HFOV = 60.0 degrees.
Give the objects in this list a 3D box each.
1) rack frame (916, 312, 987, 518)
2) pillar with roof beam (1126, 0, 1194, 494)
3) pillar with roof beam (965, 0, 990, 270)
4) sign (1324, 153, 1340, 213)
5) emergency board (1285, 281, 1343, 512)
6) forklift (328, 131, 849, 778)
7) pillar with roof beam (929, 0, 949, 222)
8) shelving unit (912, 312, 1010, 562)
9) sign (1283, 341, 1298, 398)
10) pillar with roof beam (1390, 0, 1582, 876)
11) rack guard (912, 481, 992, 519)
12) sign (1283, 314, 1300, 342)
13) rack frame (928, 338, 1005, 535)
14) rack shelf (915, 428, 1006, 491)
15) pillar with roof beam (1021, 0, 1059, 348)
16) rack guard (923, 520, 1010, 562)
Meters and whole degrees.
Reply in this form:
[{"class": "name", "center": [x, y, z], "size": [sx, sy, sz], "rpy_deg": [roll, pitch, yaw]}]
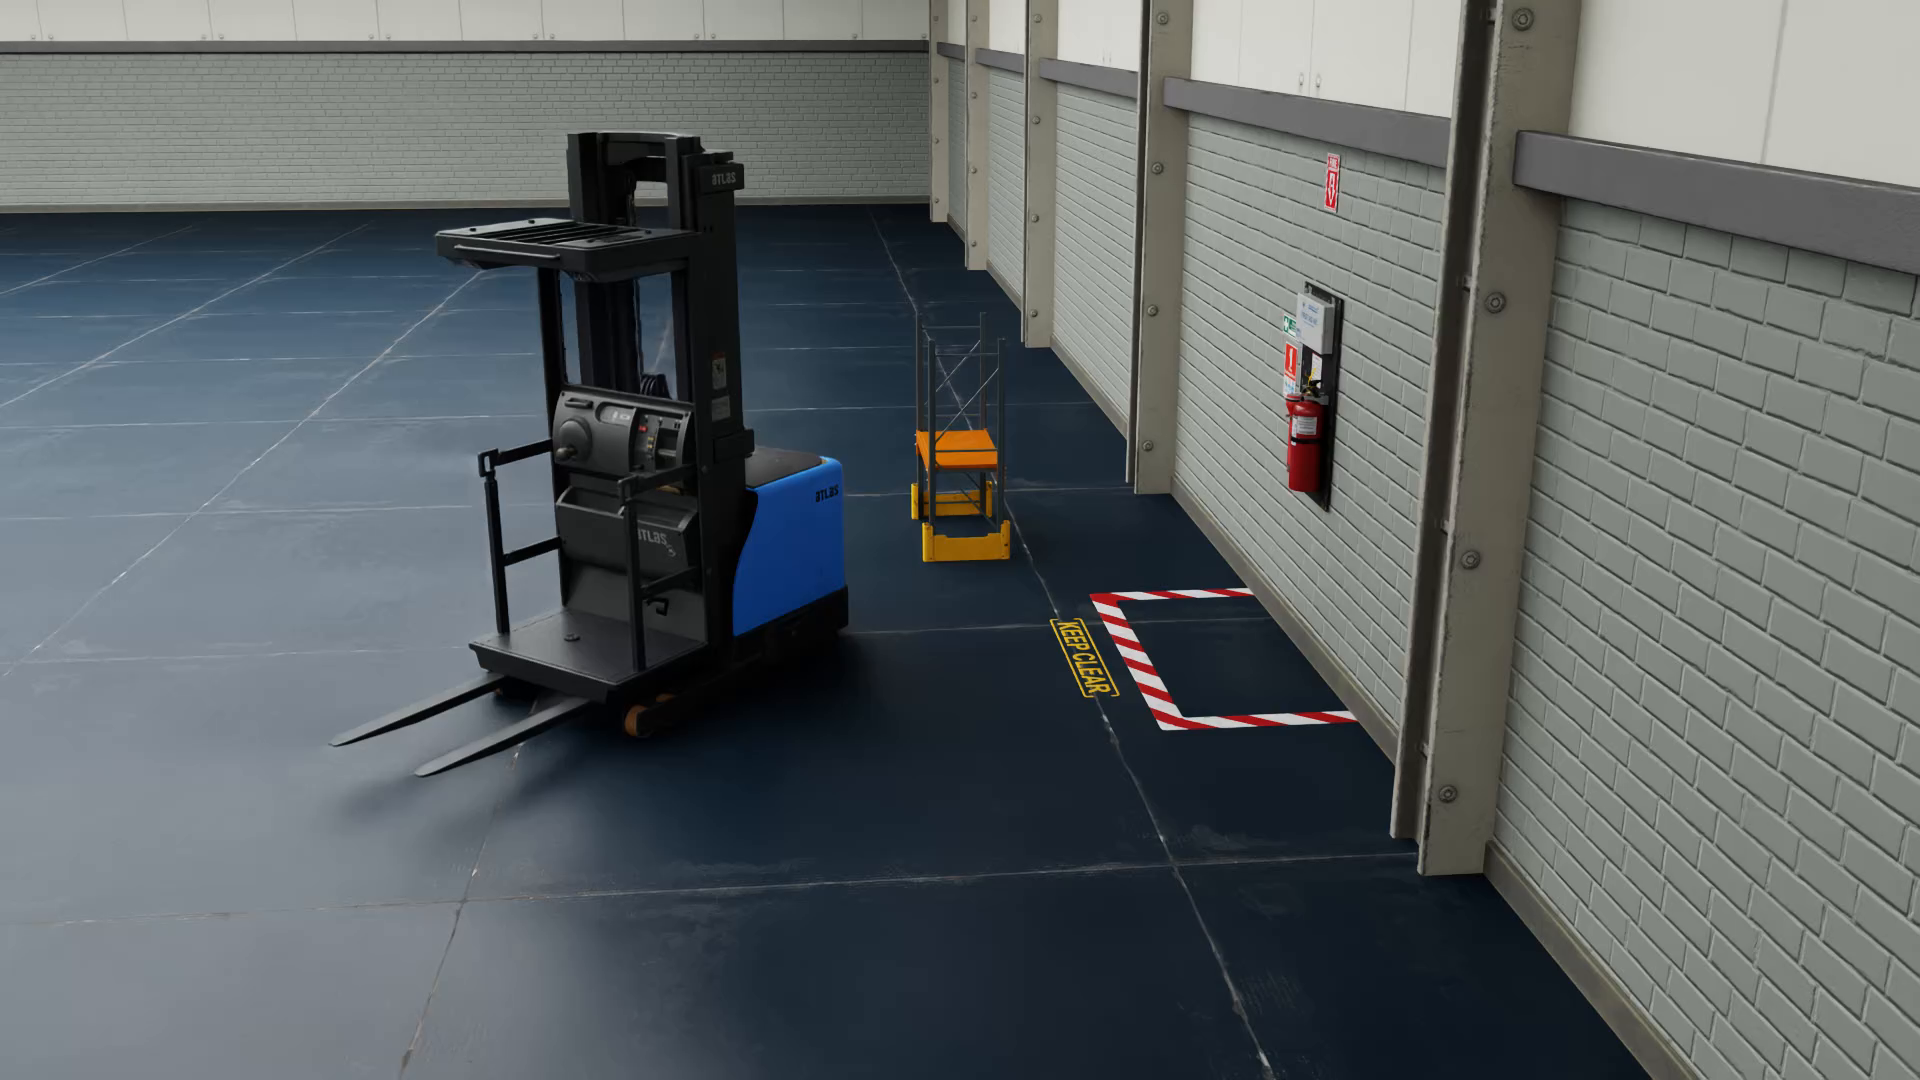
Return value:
[{"class": "rack frame", "center": [-0.061, -0.892, 12.016], "size": [0.500, 1.500, 0.032], "rpy_deg": [-2, 18, -6]}, {"class": "pillar with roof beam", "center": [-2.796, -4.577, 11.232], "size": [9.100, 9.000, 0.400], "rpy_deg": [-2, 18, -6]}, {"class": "pillar with roof beam", "center": [-4.034, -8.152, 22.620], "size": [9.100, 9.000, 0.400], "rpy_deg": [-2, 18, -6]}, {"class": "sign", "center": [1.986, -1.909, 8.879], "size": [0.001, 0.298, 0.199], "rpy_deg": [-2, 18, -6]}, {"class": "emergency board", "center": [1.888, -0.797, 9.209], "size": [0.194, 1.169, 0.643], "rpy_deg": [-2, 18, -6]}, {"class": "forklift", "center": [-1.886, -0.549, 8.533], "size": [1.130, 2.935, 3.031], "rpy_deg": [11, 21, 31]}, {"class": "pillar with roof beam", "center": [-4.652, -9.940, 28.314], "size": [9.100, 9.000, 0.400], "rpy_deg": [-2, 18, -6]}, {"class": "shelving unit", "center": [-0.008, -0.738, 11.525], "size": [0.587, 1.500, 1.083], "rpy_deg": [-2, 18, -6]}, {"class": "sign", "center": [1.934, -0.982, 9.739], "size": [0.001, 0.329, 0.234], "rpy_deg": [-2, 18, -6]}, {"class": "pillar with roof beam", "center": [-2.177, -2.789, 5.538], "size": [9.100, 9.000, 0.400], "rpy_deg": [-2, 18, -6]}, {"class": "rack guard", "center": [-0.059, -0.290, 12.185], "size": [0.587, 0.250, 0.087], "rpy_deg": [-2, 18, -6]}, {"class": "sign", "center": [1.925, -1.234, 9.654], "size": [0.001, 0.109, 0.331], "rpy_deg": [-2, 18, -6]}, {"class": "rack frame", "center": [0.044, -0.590, 11.051], "size": [0.500, 1.500, 0.032], "rpy_deg": [-2, 18, -6]}, {"class": "rack shelf", "center": [-0.009, -0.569, 11.587], "size": [0.538, 0.185, 1.000], "rpy_deg": [-2, 18, -6]}, {"class": "pillar with roof beam", "center": [-3.415, -6.364, 16.926], "size": [9.100, 9.000, 0.400], "rpy_deg": [-2, 18, -6]}, {"class": "rack guard", "center": [0.043, 0.006, 11.239], "size": [0.587, 0.250, 0.087], "rpy_deg": [-2, 18, -6]}]
